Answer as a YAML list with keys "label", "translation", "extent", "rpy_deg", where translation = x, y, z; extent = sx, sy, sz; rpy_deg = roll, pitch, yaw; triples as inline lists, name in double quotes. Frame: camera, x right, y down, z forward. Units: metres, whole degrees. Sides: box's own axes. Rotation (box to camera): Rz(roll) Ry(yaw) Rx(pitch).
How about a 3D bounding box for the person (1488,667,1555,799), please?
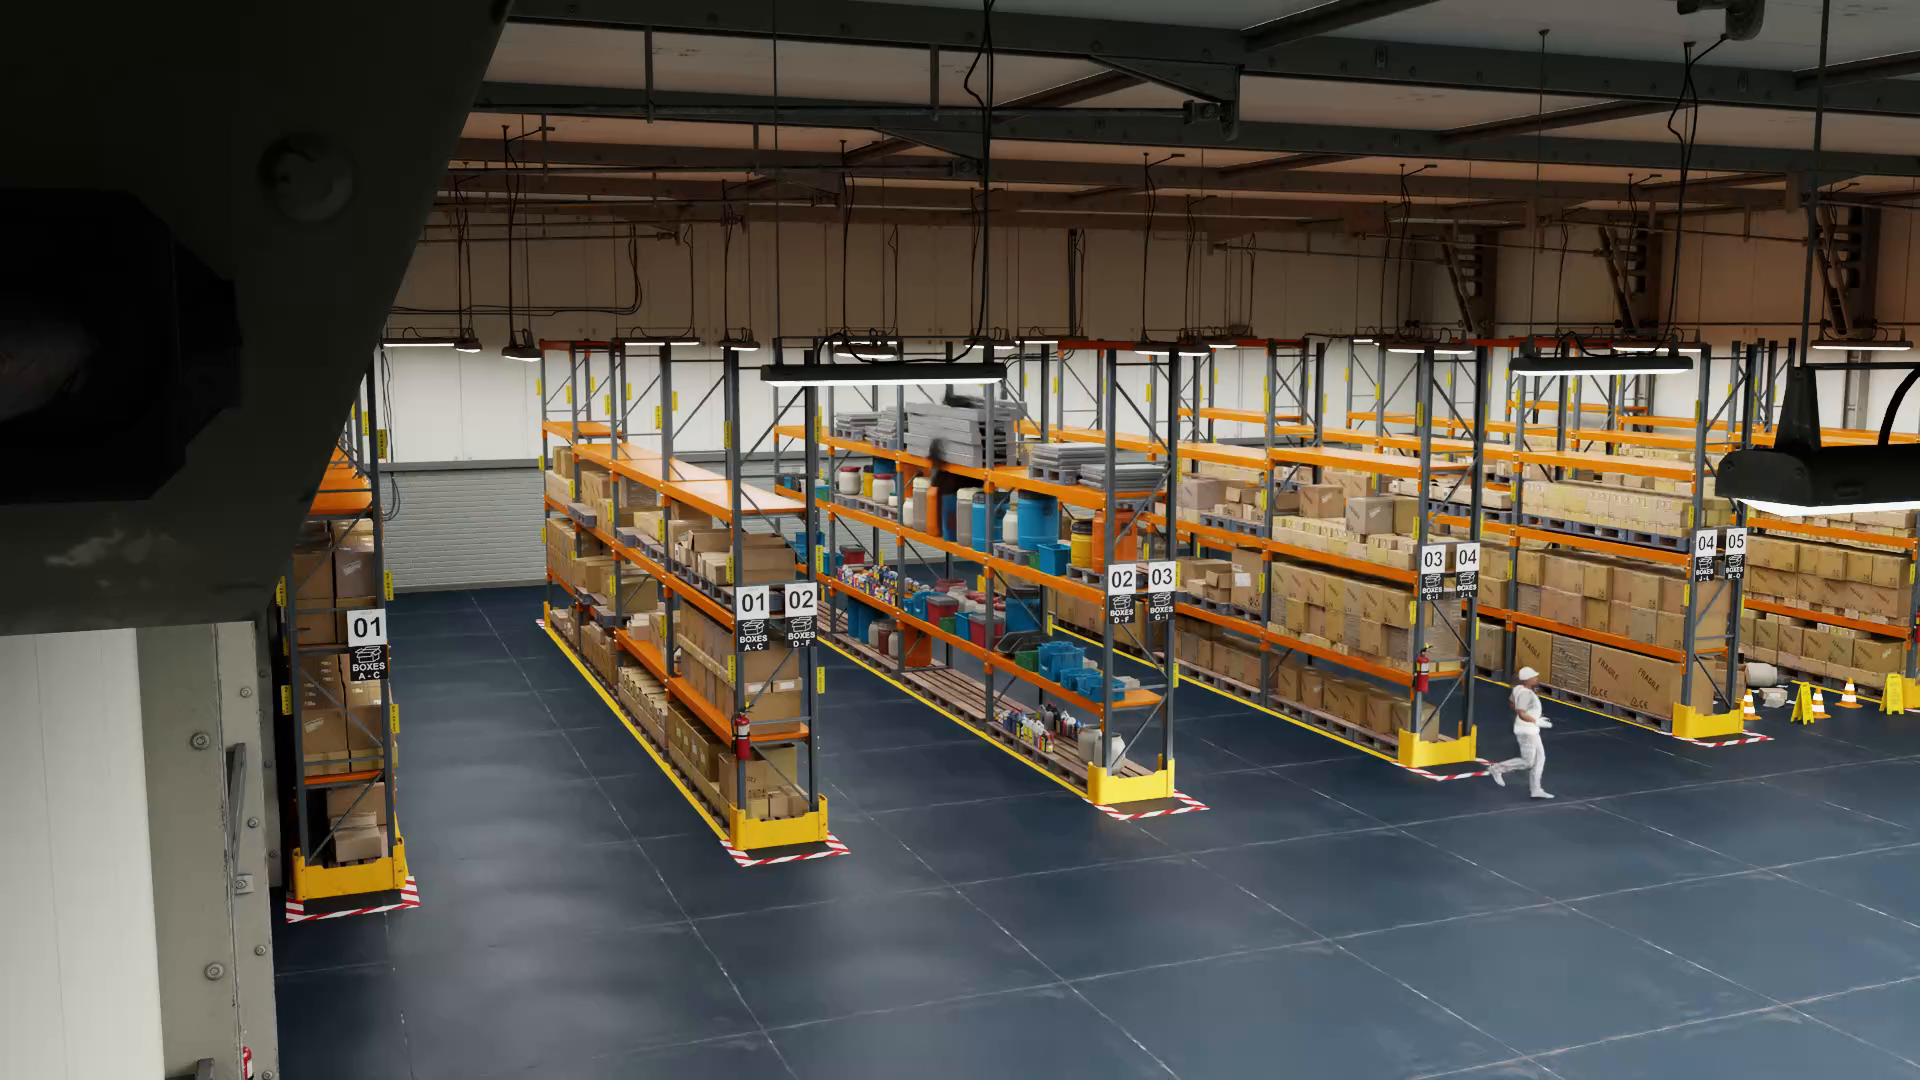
- label: "person"
  translation: [7.568, 2.579, 22.334]
  extent: [0.863, 1.770, 0.690]
  rpy_deg: [3, 8, 19]
